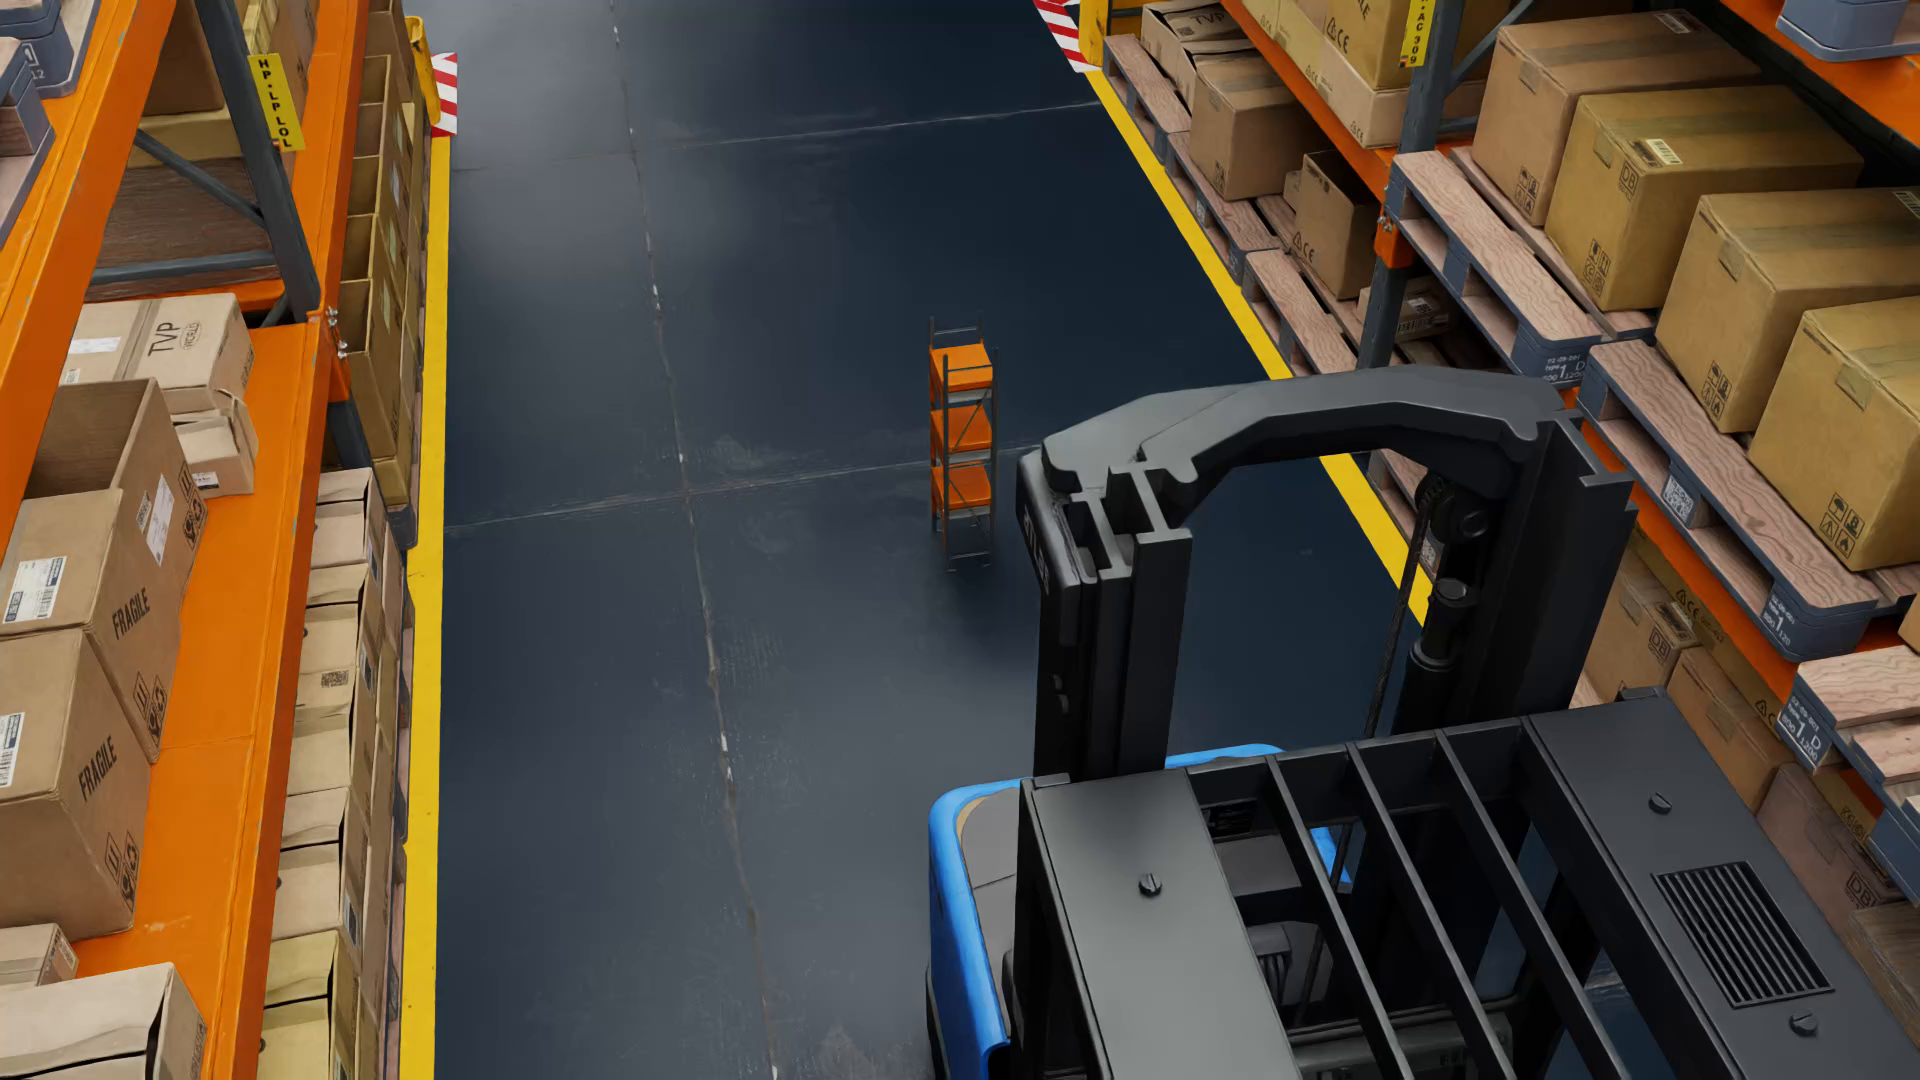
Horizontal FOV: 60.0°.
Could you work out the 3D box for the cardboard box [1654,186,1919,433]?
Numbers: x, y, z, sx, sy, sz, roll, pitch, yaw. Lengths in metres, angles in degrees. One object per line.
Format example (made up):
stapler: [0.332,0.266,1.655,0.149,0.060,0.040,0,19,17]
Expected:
cardboard box: [2.525,-0.676,4.845,0.700,0.500,0.500,-3,42,-3]

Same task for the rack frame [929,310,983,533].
rack frame: [-0.015,-0.437,6.451,0.200,1.050,0.008,-8,42,-9]

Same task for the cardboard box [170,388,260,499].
cardboard box: [-2.305,-0.288,4.916,0.396,0.266,0.258,-9,42,-10]

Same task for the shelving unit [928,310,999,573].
shelving unit: [0.012,-0.358,6.362,0.215,1.050,0.252,-8,42,-9]

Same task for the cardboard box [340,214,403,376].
cardboard box: [-2.584,-0.959,6.761,0.500,0.500,0.500,-8,42,-9]

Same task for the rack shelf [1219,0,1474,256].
rack shelf: [1.730,-2.621,7.986,1.077,0.370,4.000,-8,42,-9]

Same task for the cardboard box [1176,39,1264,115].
cardboard box: [1.483,-2.515,9.018,0.500,0.311,0.500,-5,42,-6]

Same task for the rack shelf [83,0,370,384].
rack shelf: [-3.106,-1.909,7.183,1.077,0.370,4.000,-8,42,-9]

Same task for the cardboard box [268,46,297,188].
cardboard box: [-2.896,-1.547,6.158,0.700,0.500,0.500,-9,42,-10]

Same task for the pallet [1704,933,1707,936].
pallet: [2.858,1.535,4.862,1.003,0.211,1.213,-8,42,-9]

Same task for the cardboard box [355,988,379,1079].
cardboard box: [-1.864,1.539,4.512,0.500,0.250,0.500,-9,42,-10]

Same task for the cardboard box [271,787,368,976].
cardboard box: [-1.978,0.988,4.710,0.500,0.311,0.500,-9,42,-10]

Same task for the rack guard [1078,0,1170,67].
rack guard: [1.315,-3.203,9.981,1.175,0.500,0.348,-8,42,-9]

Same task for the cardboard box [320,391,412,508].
cardboard box: [-2.478,-0.355,6.645,0.500,0.250,0.500,-8,42,-9]

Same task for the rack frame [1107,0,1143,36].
rack frame: [1.299,-4.187,9.207,1.000,3.000,0.127,-8,42,-9]

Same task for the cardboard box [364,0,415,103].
cardboard box: [-3.131,-2.579,8.586,0.500,0.500,0.500,-8,42,-9]

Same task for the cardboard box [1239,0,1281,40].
cardboard box: [1.541,-2.457,7.356,0.500,0.250,0.500,-9,42,-10]

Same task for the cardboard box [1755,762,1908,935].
cardboard box: [2.821,0.959,4.961,0.700,0.500,0.500,-8,42,-9]

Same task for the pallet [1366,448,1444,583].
pallet: [2.332,-0.047,6.644,1.003,0.211,1.213,-8,42,-9]

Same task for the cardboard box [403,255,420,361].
cardboard box: [-2.684,-1.004,7.377,0.500,0.250,0.500,-8,42,-9]

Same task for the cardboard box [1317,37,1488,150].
cardboard box: [1.764,-1.809,6.626,0.500,0.250,0.500,-8,42,-9]

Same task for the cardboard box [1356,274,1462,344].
cardboard box: [2.017,-1.041,7.467,0.380,0.166,0.250,-14,43,-15]

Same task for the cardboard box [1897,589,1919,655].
cardboard box: [2.767,0.135,3.931,0.700,0.500,0.500,-12,43,-13]

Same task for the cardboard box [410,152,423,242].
cardboard box: [-2.904,-1.652,8.106,0.500,0.250,0.500,-8,42,-9]

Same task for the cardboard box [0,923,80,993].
cardboard box: [-2.141,0.986,3.569,0.380,0.149,0.250,-5,42,-6]

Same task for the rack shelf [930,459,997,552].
rack shelf: [0.012,-0.142,6.554,0.215,0.259,0.240,-8,42,-9]

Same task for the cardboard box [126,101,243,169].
cardboard box: [-2.543,-1.364,5.463,0.380,0.149,0.250,-8,42,-9]

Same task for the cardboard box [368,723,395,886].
cardboard box: [-2.083,0.876,5.258,0.500,0.250,0.500,-7,42,-8]

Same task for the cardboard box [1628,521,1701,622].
cardboard box: [2.552,-0.008,5.486,0.500,0.250,0.500,-9,42,-11]

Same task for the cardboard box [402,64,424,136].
cardboard box: [-3.133,-2.298,8.834,0.500,0.250,0.500,-8,42,-9]

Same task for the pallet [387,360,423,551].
pallet: [-2.805,-0.361,6.997,1.003,0.211,1.213,-8,42,-9]

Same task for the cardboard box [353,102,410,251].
cardboard box: [-2.794,-1.608,7.492,0.500,0.500,0.500,-8,42,-9]

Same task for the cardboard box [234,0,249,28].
cardboard box: [-2.886,-2.018,5.712,0.700,0.500,0.500,-8,42,-9]

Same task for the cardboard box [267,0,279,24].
cardboard box: [-2.765,-2.026,6.209,0.380,0.149,0.250,-10,43,-11]

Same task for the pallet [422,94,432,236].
pallet: [-3.331,-1.942,8.779,1.003,0.211,1.213,-8,42,-9]

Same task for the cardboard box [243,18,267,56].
cardboard box: [-2.655,-1.694,5.834,0.380,0.149,0.250,-9,42,-10]

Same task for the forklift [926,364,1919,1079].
forklift: [0.682,1.271,3.110,1.130,2.935,3.031,-7,42,-8]

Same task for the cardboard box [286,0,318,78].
cardboard box: [-3.112,-2.205,6.899,0.700,0.500,0.500,-7,42,-8]

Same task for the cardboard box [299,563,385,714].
cardboard box: [-2.188,0.337,5.443,0.500,0.311,0.500,-7,42,-8]

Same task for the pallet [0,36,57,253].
pallet: [-2.289,-0.492,2.927,1.003,0.211,1.213,-7,42,-7]

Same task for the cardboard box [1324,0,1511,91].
cardboard box: [1.758,-2.088,6.376,0.500,0.500,0.500,-8,42,-9]

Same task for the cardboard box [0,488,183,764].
cardboard box: [-2.302,0.247,4.137,0.500,0.500,0.500,-8,42,-9]

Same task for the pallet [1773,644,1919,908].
pallet: [2.768,0.624,3.932,1.213,0.211,1.003,-8,42,-9]

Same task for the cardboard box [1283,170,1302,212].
cardboard box: [1.836,-1.732,8.258,0.380,0.149,0.250,-12,43,-13]

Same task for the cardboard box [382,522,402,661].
cardboard box: [-2.301,0.217,6.001,0.500,0.250,0.500,-9,42,-10]

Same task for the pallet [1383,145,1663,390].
pallet: [2.185,-1.006,5.768,1.003,0.211,1.213,-8,42,-9]

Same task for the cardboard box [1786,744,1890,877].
cardboard box: [2.757,0.651,4.744,0.500,0.250,0.500,-8,42,-8]

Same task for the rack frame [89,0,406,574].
rack frame: [-2.674,-0.882,5.484,1.000,3.000,0.127,-8,42,-9]

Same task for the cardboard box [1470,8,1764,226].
cardboard box: [2.239,-1.461,5.730,0.700,0.500,0.500,-8,42,-9]

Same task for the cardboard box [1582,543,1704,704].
cardboard box: [2.568,0.315,5.687,0.700,0.500,0.500,-8,42,-9]

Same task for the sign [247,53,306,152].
sign: [-2.146,-1.369,5.220,0.100,0.325,0.005,-8,42,-9]

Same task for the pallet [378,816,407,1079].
pallet: [-2.210,1.425,4.985,1.003,0.211,1.213,-8,42,-9]
